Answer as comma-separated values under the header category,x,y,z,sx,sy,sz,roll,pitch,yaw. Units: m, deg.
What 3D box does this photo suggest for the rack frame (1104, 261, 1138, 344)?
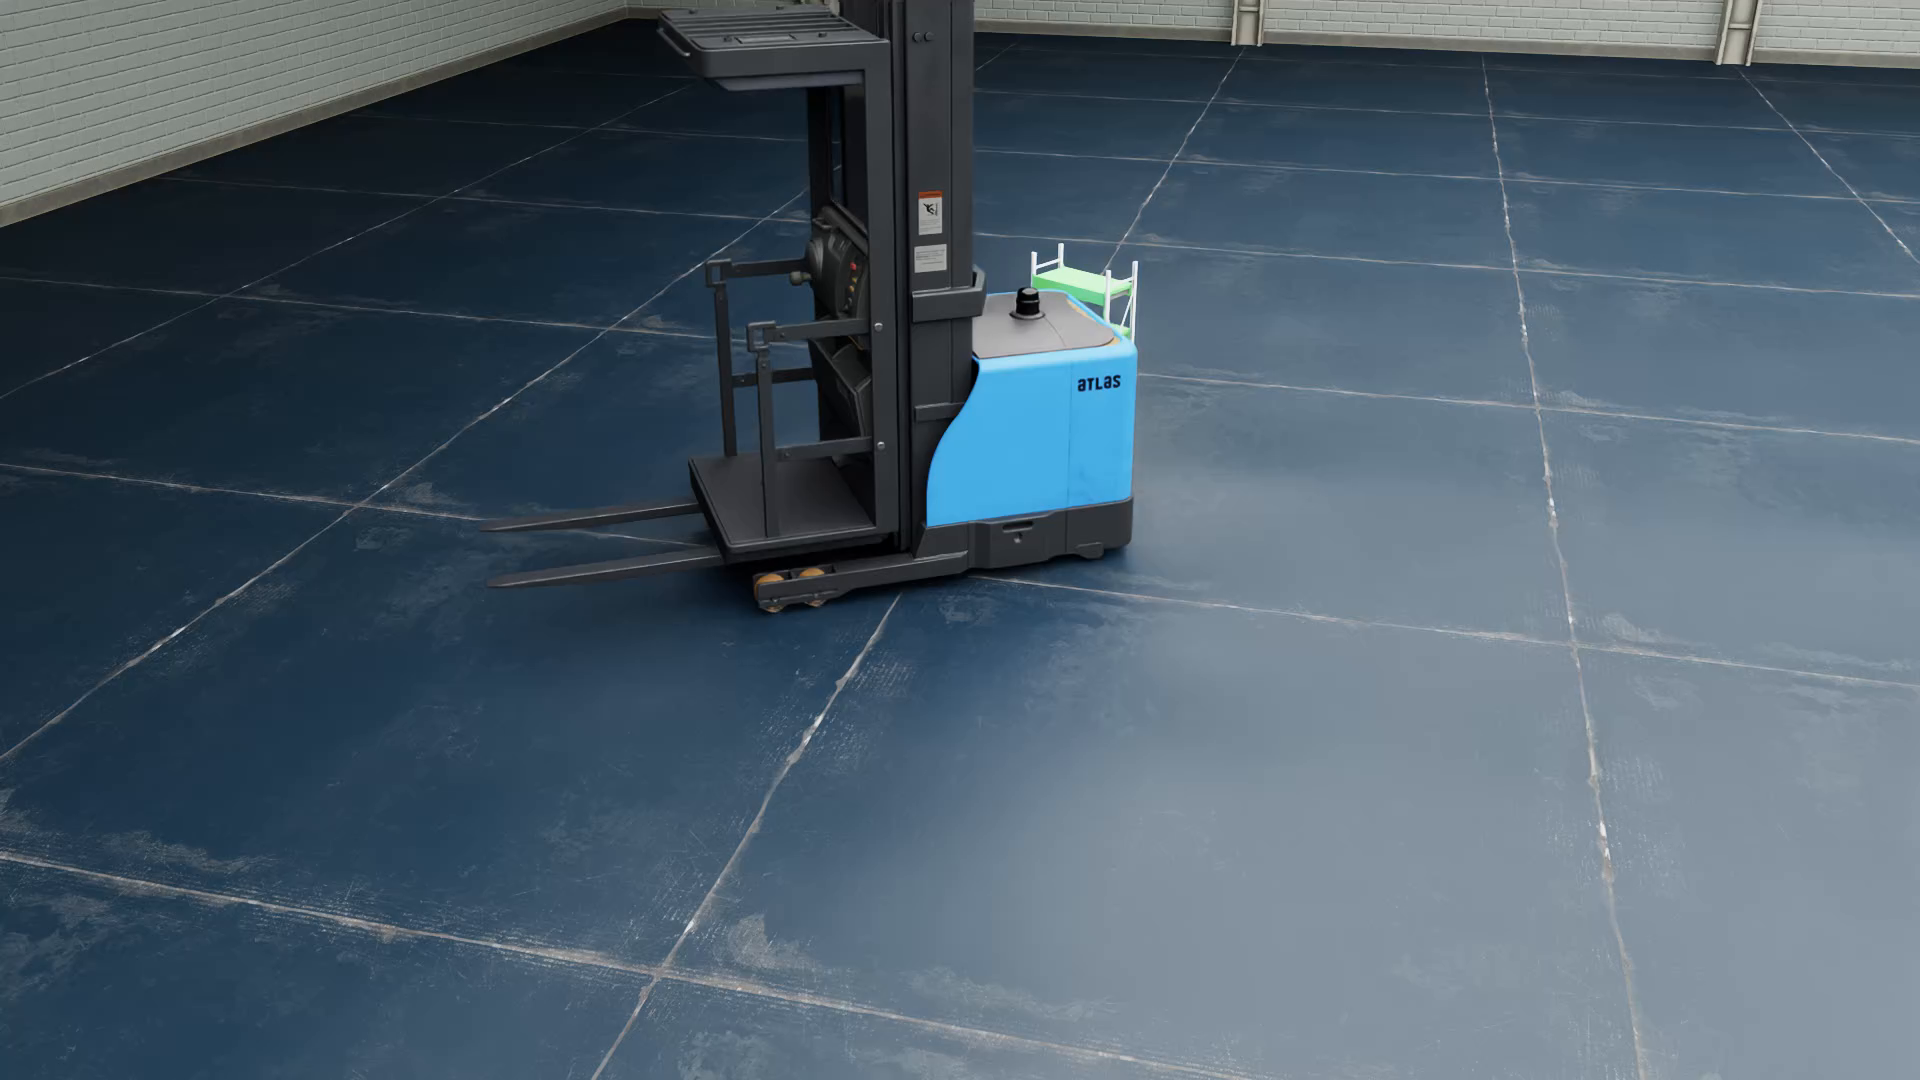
category,x,y,z,sx,sy,sz,roll,pitch,yaw
rack frame,0.813,-0.833,8.604,0.015,1.200,0.240,22,33,38

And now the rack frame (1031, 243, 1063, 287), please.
category,x,y,z,sx,sy,sz,roll,pitch,yaw
rack frame,0.455,-0.976,8.903,0.015,1.200,0.240,22,33,38

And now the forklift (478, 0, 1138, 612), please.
category,x,y,z,sx,sy,sz,roll,pitch,yaw
forklift,-0.739,-1.252,7.470,3.031,2.935,1.130,-8,27,-16

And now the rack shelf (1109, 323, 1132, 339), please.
category,x,y,z,sx,sy,sz,roll,pitch,yaw
rack shelf,0.634,-1.063,8.678,0.480,0.148,0.258,22,33,38

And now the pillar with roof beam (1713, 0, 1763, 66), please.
category,x,y,z,sx,sy,sz,roll,pitch,yaw
pillar with roof beam,8.553,-8.223,15.053,0.400,9.000,9.100,6,26,13

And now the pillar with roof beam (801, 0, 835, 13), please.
category,x,y,z,sx,sy,sz,roll,pitch,yaw
pillar with roof beam,-3.069,-9.508,17.751,0.400,9.000,9.100,6,26,13

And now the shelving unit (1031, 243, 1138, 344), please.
category,x,y,z,sx,sy,sz,roll,pitch,yaw
shelving unit,0.634,-0.904,8.754,0.503,1.200,0.258,22,33,38

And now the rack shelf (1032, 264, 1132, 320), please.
category,x,y,z,sx,sy,sz,roll,pitch,yaw
rack shelf,0.634,-1.280,8.575,0.480,0.148,0.258,22,33,38

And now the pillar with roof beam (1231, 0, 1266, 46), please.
category,x,y,z,sx,sy,sz,roll,pitch,yaw
pillar with roof beam,2.742,-8.865,16.402,0.400,9.000,9.100,6,26,13
